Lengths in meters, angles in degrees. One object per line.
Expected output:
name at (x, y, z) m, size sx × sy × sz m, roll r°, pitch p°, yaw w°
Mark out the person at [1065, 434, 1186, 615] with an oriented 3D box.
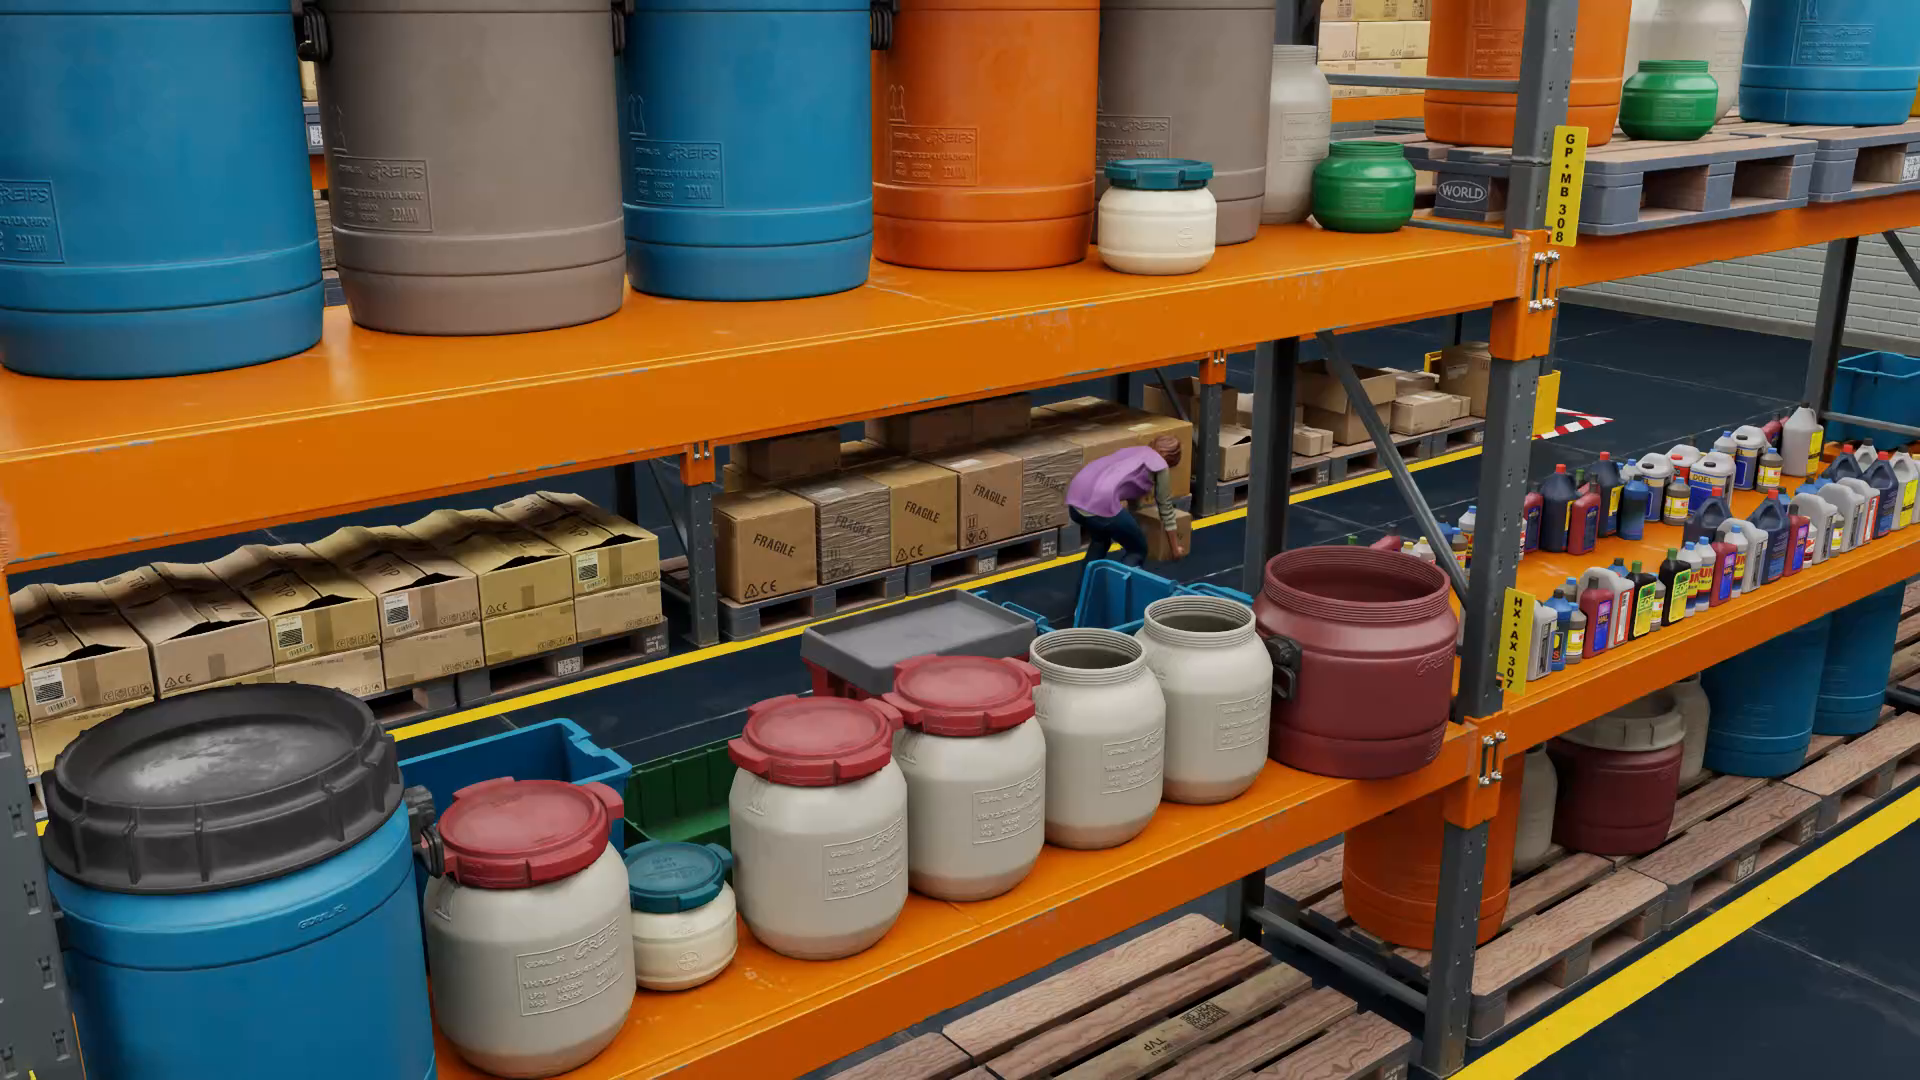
person at (0.964, -0.055, 9.651) m, size 0.855 × 1.036 × 0.410 m, roll -15°, pitch 23°, yaw -39°
